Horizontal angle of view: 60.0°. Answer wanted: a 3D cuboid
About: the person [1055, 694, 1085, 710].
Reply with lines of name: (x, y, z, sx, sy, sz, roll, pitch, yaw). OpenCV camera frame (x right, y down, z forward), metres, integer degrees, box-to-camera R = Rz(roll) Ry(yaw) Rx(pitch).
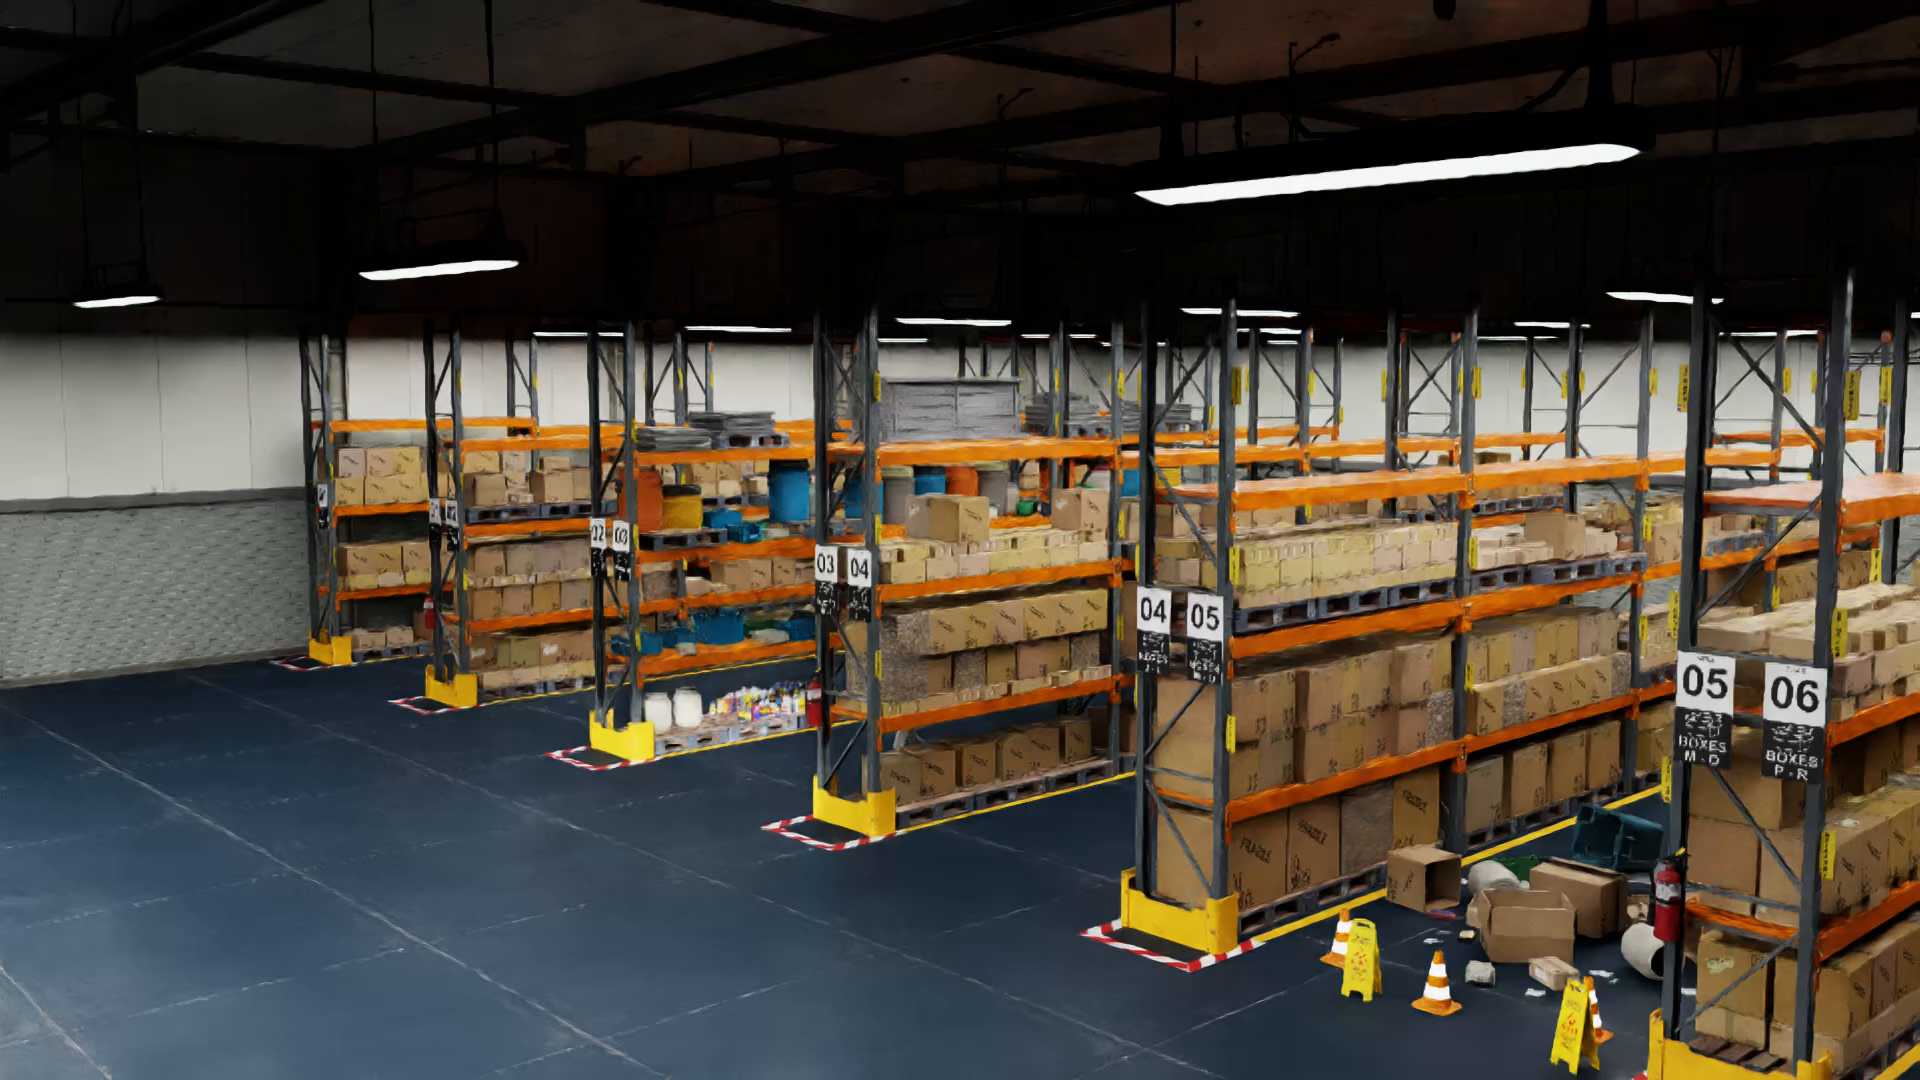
person: (1.762, 1.696, 25.519, 0.673, 1.763, 0.580, -1, 6, -13)

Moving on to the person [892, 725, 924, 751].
person: (-0.744, 2.217, 21.195, 1.086, 1.589, 0.495, -5, 8, -40)
